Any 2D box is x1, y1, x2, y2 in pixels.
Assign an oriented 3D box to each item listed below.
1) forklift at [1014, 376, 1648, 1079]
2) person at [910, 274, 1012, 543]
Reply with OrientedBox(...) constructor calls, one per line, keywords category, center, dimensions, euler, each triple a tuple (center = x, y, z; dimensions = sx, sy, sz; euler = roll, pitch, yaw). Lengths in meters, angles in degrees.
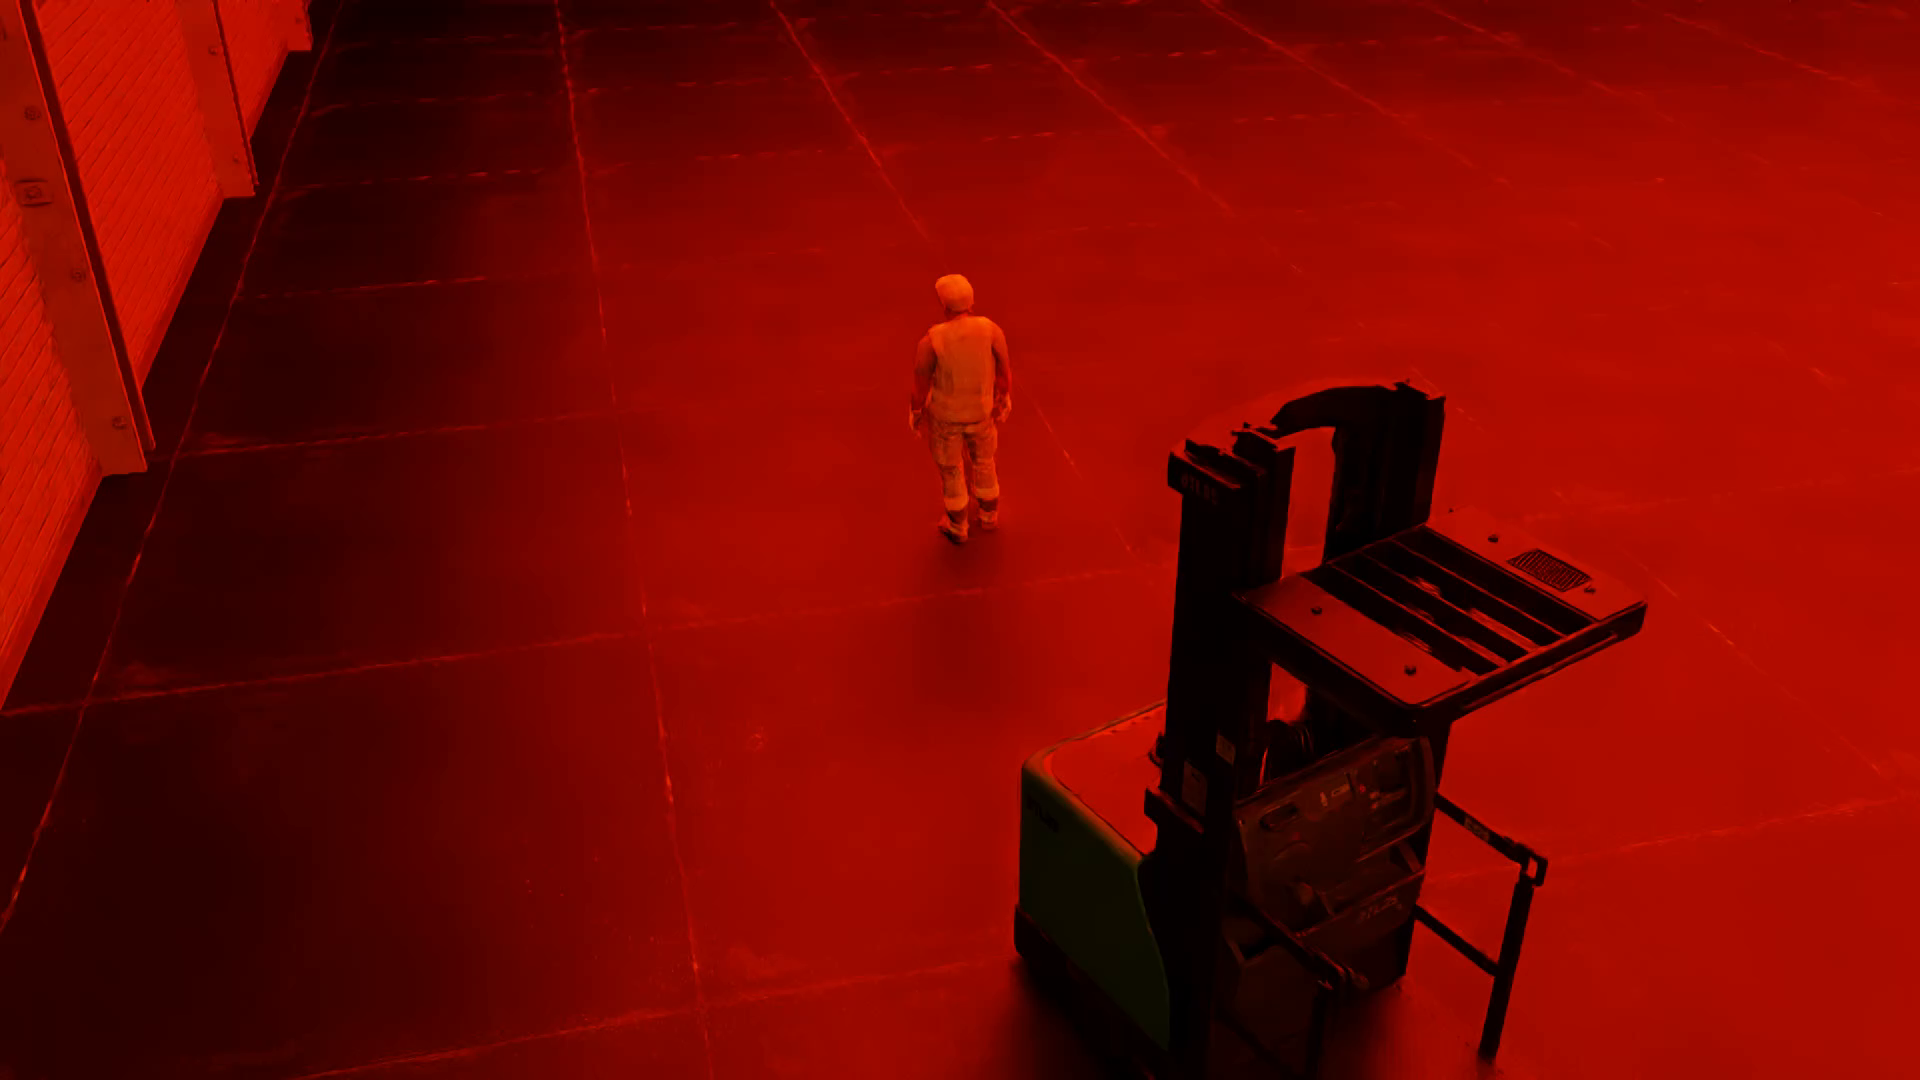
OrientedBox(category="forklift", center=(1.470, 1.032, 5.791), dimensions=(1.130, 2.935, 3.031), euler=(-18, 35, -29))
OrientedBox(category="person", center=(-0.008, -0.821, 10.118), dimensions=(0.637, 1.787, 0.563), euler=(-7, 31, -12))
